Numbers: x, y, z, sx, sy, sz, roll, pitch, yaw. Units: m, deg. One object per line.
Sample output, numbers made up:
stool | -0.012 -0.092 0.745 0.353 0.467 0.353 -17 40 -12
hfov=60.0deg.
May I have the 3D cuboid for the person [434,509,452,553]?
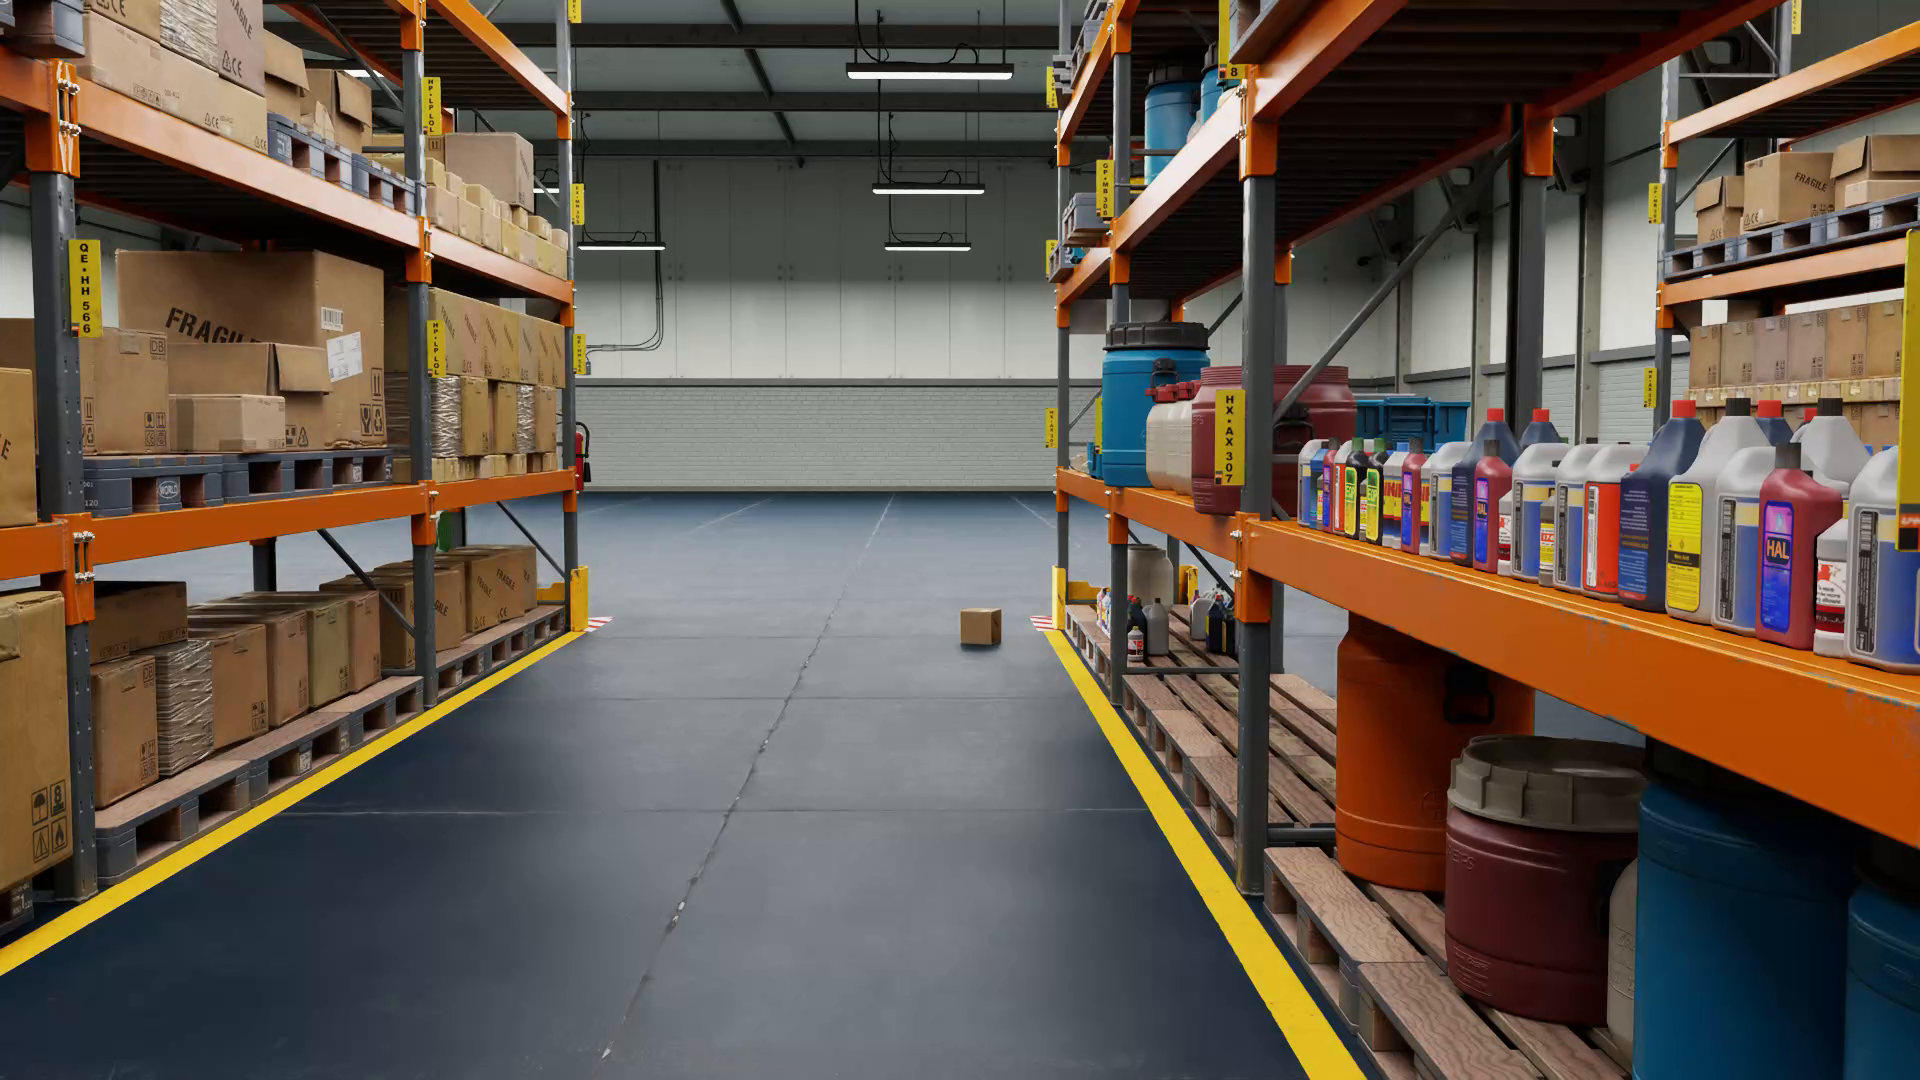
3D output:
person | -4.692 -0.248 14.758 0.749 1.775 0.641 -1 4 -16
